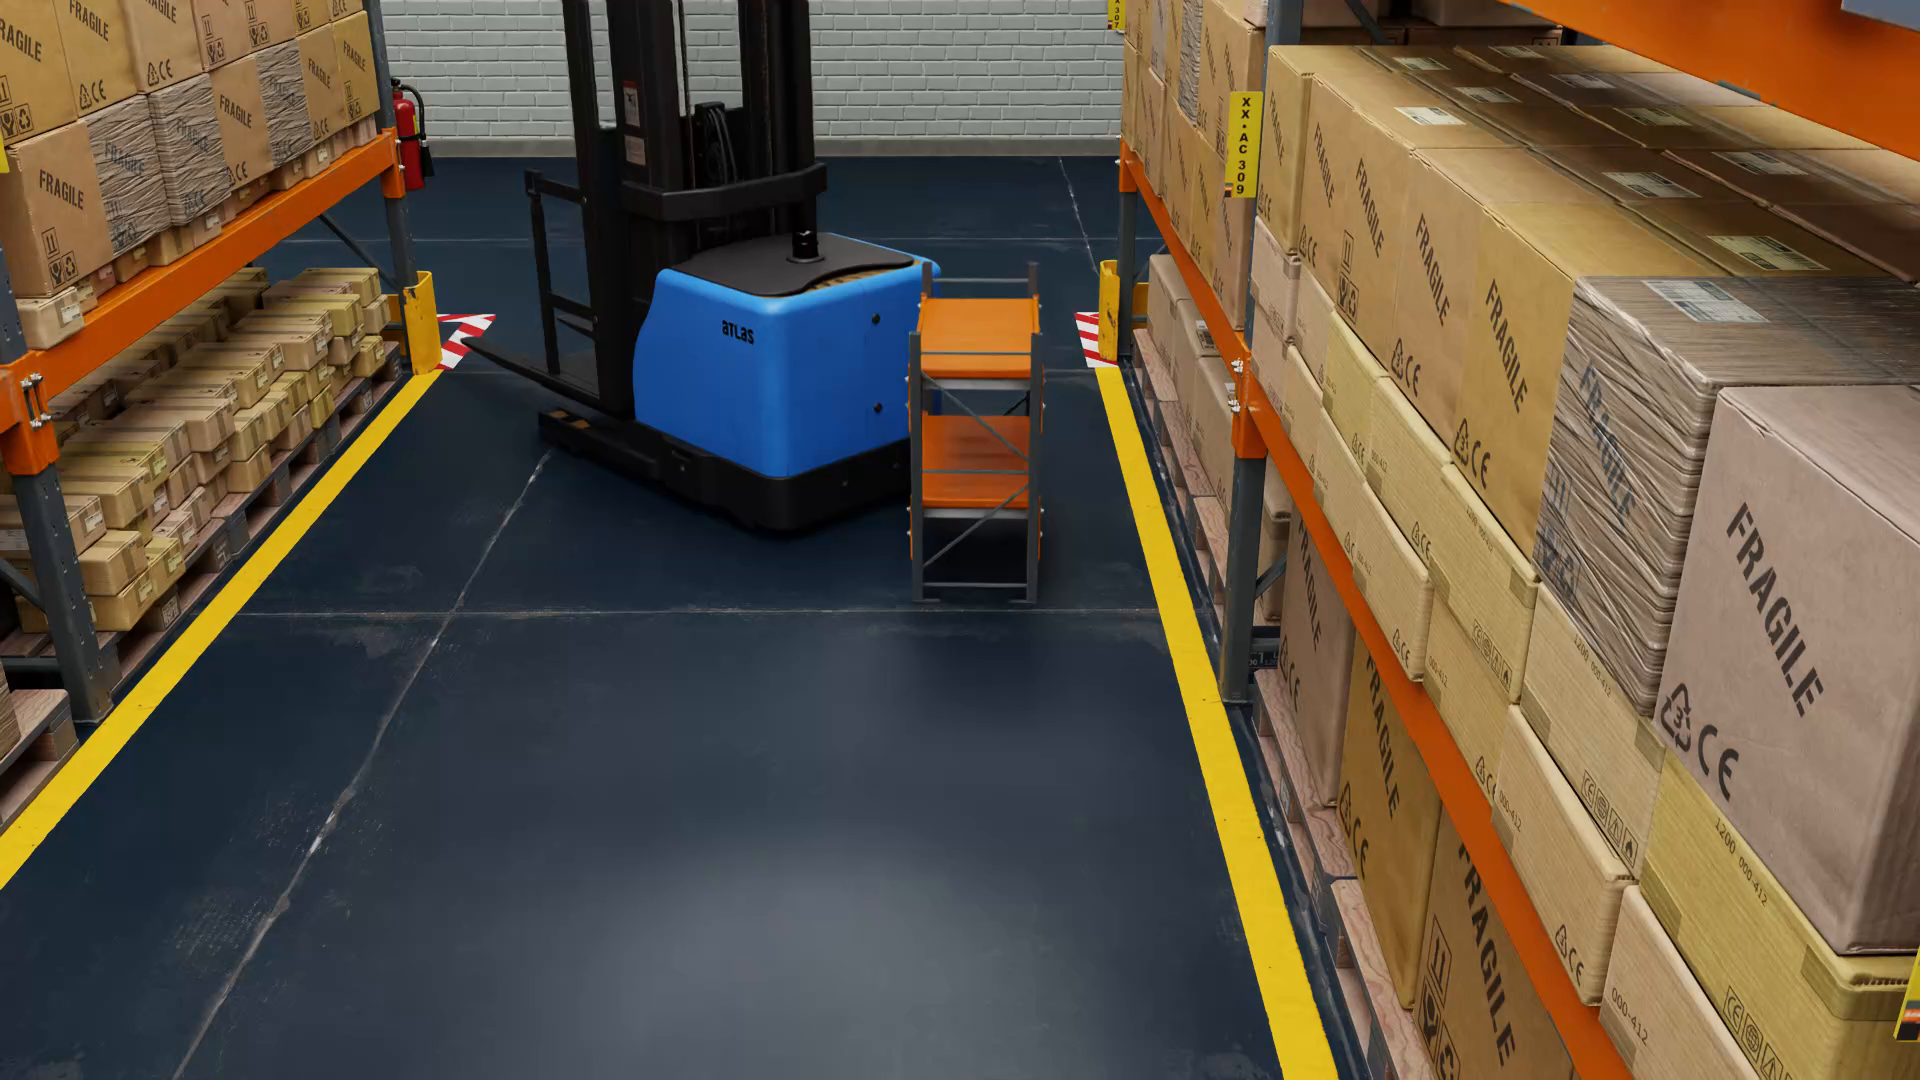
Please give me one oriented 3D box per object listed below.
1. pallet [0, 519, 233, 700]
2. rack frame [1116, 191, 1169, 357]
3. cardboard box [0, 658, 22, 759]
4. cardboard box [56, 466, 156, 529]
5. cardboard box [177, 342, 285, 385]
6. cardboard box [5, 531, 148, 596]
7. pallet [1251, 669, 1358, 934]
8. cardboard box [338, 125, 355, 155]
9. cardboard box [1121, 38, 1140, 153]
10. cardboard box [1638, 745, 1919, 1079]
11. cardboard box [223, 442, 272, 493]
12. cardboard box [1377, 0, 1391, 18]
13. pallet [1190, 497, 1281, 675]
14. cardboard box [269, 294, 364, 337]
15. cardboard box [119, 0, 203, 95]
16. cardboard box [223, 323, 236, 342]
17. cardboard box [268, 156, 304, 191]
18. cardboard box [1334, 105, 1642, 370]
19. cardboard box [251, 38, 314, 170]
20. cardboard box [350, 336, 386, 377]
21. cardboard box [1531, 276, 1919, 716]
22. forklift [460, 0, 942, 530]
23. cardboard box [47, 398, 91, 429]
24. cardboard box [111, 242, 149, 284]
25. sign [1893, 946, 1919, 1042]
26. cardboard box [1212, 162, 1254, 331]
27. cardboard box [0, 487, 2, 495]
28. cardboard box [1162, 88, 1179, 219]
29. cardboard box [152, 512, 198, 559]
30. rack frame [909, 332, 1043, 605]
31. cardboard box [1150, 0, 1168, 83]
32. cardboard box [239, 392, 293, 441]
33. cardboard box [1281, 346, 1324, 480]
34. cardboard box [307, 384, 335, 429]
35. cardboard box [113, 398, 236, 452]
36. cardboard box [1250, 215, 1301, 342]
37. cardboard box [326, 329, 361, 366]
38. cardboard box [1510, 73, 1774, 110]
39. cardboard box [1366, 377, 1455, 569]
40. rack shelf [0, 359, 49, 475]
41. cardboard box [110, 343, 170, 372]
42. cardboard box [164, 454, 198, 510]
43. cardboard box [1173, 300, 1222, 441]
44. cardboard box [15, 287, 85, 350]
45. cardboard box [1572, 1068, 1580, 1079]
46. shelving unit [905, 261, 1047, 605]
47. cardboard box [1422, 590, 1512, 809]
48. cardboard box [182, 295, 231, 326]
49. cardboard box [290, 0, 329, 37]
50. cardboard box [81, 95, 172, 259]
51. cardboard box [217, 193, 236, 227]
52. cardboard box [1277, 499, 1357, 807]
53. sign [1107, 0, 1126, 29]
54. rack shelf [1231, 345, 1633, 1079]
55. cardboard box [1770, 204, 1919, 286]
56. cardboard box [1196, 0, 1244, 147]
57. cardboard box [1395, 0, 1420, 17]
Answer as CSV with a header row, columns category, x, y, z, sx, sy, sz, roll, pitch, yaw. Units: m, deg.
category,x,y,z,sx,sy,sz,roll,pitch,yaw
pallet,-3.553,0.254,6.431,1.003,0.211,1.213,0,24,-1
rack frame,1.395,-2.452,9.031,1.000,3.000,0.127,0,24,-1
cardboard box,-3.250,0.512,5.002,0.500,0.500,0.500,-1,24,-2
cardboard box,-3.251,-0.160,6.191,0.380,0.149,0.250,1,24,2
cardboard box,-3.330,-0.798,7.602,0.380,0.149,0.250,-1,24,-2
cardboard box,-3.194,0.082,6.018,0.380,0.149,0.250,1,24,2
pallet,1.522,0.785,5.259,1.003,0.211,1.213,0,24,-1
cardboard box,-3.303,-2.038,8.420,0.380,0.149,0.250,0,24,-1
cardboard box,1.113,-2.298,8.570,0.500,0.500,0.500,0,24,-1
cardboard box,1.222,0.487,2.109,0.500,0.250,0.500,0,24,-1
cardboard box,-3.248,-0.318,7.263,0.380,0.149,0.250,-1,24,-2
cardboard box,1.222,-1.835,5.545,0.380,0.149,0.250,0,24,1
pallet,1.508,0.153,6.655,1.003,0.211,1.213,0,24,-1
cardboard box,-3.220,-1.124,8.324,0.380,0.149,0.250,-1,24,-2
cardboard box,-3.267,-1.985,6.302,0.500,0.500,0.500,0,24,0
cardboard box,-3.767,-0.985,8.377,0.380,0.149,0.250,0,24,0
cardboard box,-3.285,-1.721,7.719,0.380,0.149,0.250,-1,24,-3
cardboard box,1.192,-0.706,3.836,0.500,0.500,0.500,-1,24,-2
cardboard box,-3.276,-1.964,7.470,0.500,0.500,0.500,0,24,0
cardboard box,-3.236,-0.959,8.680,0.380,0.149,0.250,0,24,1
cardboard box,1.201,-0.080,2.451,0.500,0.500,0.500,0,24,0
forklift,-1.458,-1.890,7.871,1.130,2.935,3.031,-22,32,-40
cardboard box,-3.847,-0.475,6.887,0.380,0.149,0.250,-1,24,-3
cardboard box,-3.316,-1.071,6.283,0.380,0.149,0.250,-1,24,-3
sign,0.927,0.321,1.495,0.100,0.325,0.005,0,24,-1
cardboard box,1.178,-1.039,5.786,0.500,0.500,0.500,0,24,0
cardboard box,-3.817,-0.154,6.177,0.380,0.149,0.250,0,24,0
cardboard box,1.156,-1.674,7.190,0.500,0.500,0.500,1,24,1
cardboard box,-3.251,0.005,6.549,0.380,0.149,0.250,0,24,-1
rack frame,0.060,-0.262,6.465,0.500,1.125,0.032,1,24,1
cardboard box,1.141,-2.329,7.424,0.500,0.500,0.500,0,24,-1
cardboard box,-3.222,-0.553,7.422,0.380,0.149,0.250,0,24,0
cardboard box,1.186,-0.339,4.542,0.500,0.250,0.500,-1,24,-2
cardboard box,-3.238,-0.643,7.981,0.380,0.149,0.250,-1,24,-3
cardboard box,-3.250,-0.476,6.891,0.380,0.149,0.250,0,24,1
cardboard box,1.161,-0.780,4.911,0.500,0.250,0.500,-1,24,-2
cardboard box,-3.255,-0.985,8.378,0.380,0.149,0.250,-1,24,-3
cardboard box,1.707,-0.908,4.284,0.500,0.500,0.500,0,24,0
cardboard box,1.181,-0.149,3.515,0.500,0.250,0.500,-1,24,-2
rack shelf,-3.489,0.412,3.571,1.077,0.370,4.000,0,24,-1
cardboard box,-3.854,-0.792,7.588,0.380,0.149,0.250,0,24,0
cardboard box,-3.326,-0.234,6.715,0.380,0.149,0.250,-1,24,-3
cardboard box,1.520,-0.827,8.038,0.875,0.438,0.875,0,24,1
cardboard box,-3.186,-0.743,5.558,0.380,0.149,0.250,1,24,1
cardboard box,1.557,1.337,2.723,0.875,0.875,0.875,0,24,-1
shelving unit,0.073,-0.472,6.928,0.538,1.125,1.048,1,24,1
cardboard box,1.206,0.288,3.155,0.500,0.250,0.500,0,24,-1
cardboard box,-3.890,-1.116,8.306,0.380,0.149,0.250,0,24,-1
cardboard box,-3.295,-2.628,7.725,0.500,0.500,0.500,-1,24,-2
cardboard box,-3.276,-1.330,6.068,0.500,0.500,0.500,0,24,-1
cardboard box,-3.299,-1.396,7.001,0.380,0.149,0.250,1,24,1
cardboard box,1.525,0.228,5.174,0.875,0.875,0.875,0,24,1
sign,0.840,-2.882,8.836,0.100,0.325,0.005,0,24,-1
rack shelf,1.460,0.348,3.712,1.077,0.370,4.000,0,24,-1
cardboard box,1.716,-0.278,2.890,0.500,0.500,0.500,0,24,1
cardboard box,1.159,-1.707,6.049,0.500,0.500,0.500,-1,24,-1
cardboard box,1.675,-1.837,5.550,0.380,0.149,0.250,0,24,0
